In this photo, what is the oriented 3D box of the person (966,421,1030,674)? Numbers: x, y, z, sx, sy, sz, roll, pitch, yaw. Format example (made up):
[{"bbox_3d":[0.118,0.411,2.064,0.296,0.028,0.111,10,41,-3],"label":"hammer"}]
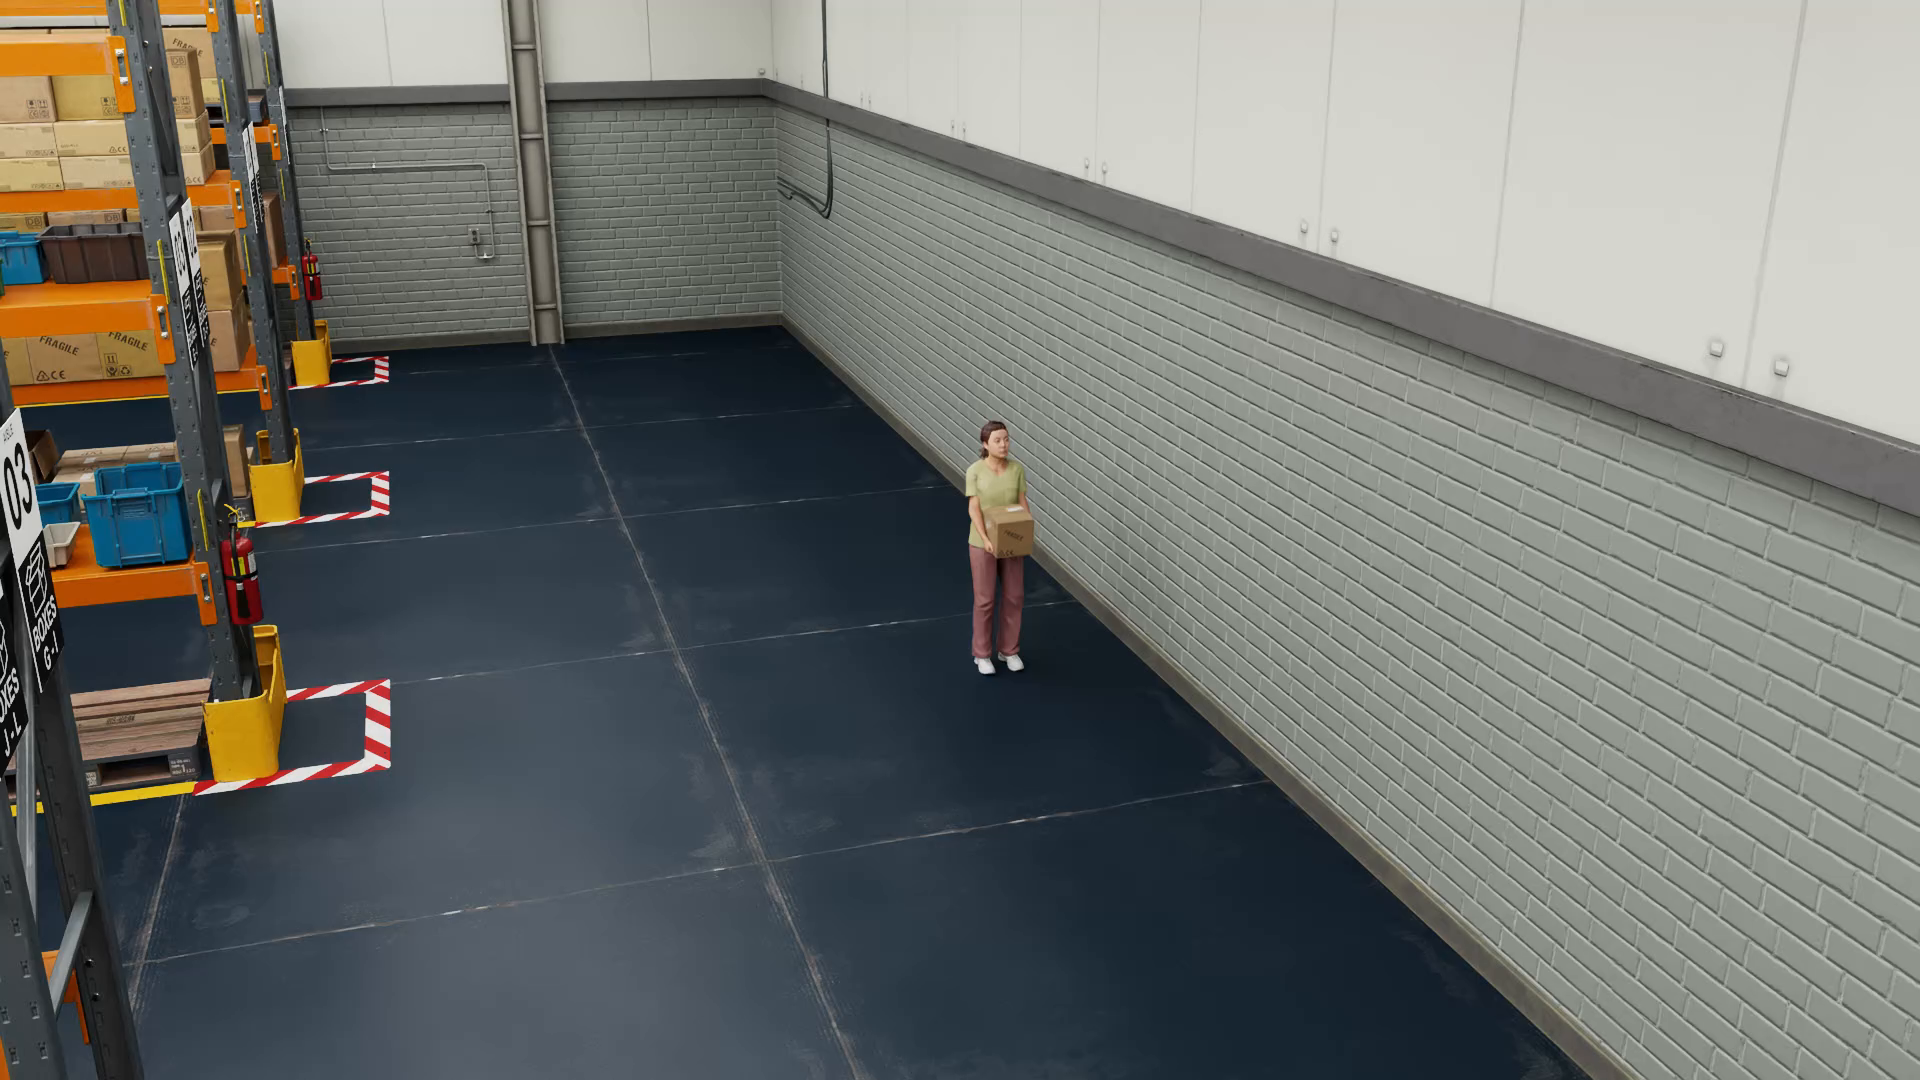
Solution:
[{"bbox_3d":[0.261,0.055,10.928,0.427,1.662,0.559,-6,20,-17],"label":"person"}]
